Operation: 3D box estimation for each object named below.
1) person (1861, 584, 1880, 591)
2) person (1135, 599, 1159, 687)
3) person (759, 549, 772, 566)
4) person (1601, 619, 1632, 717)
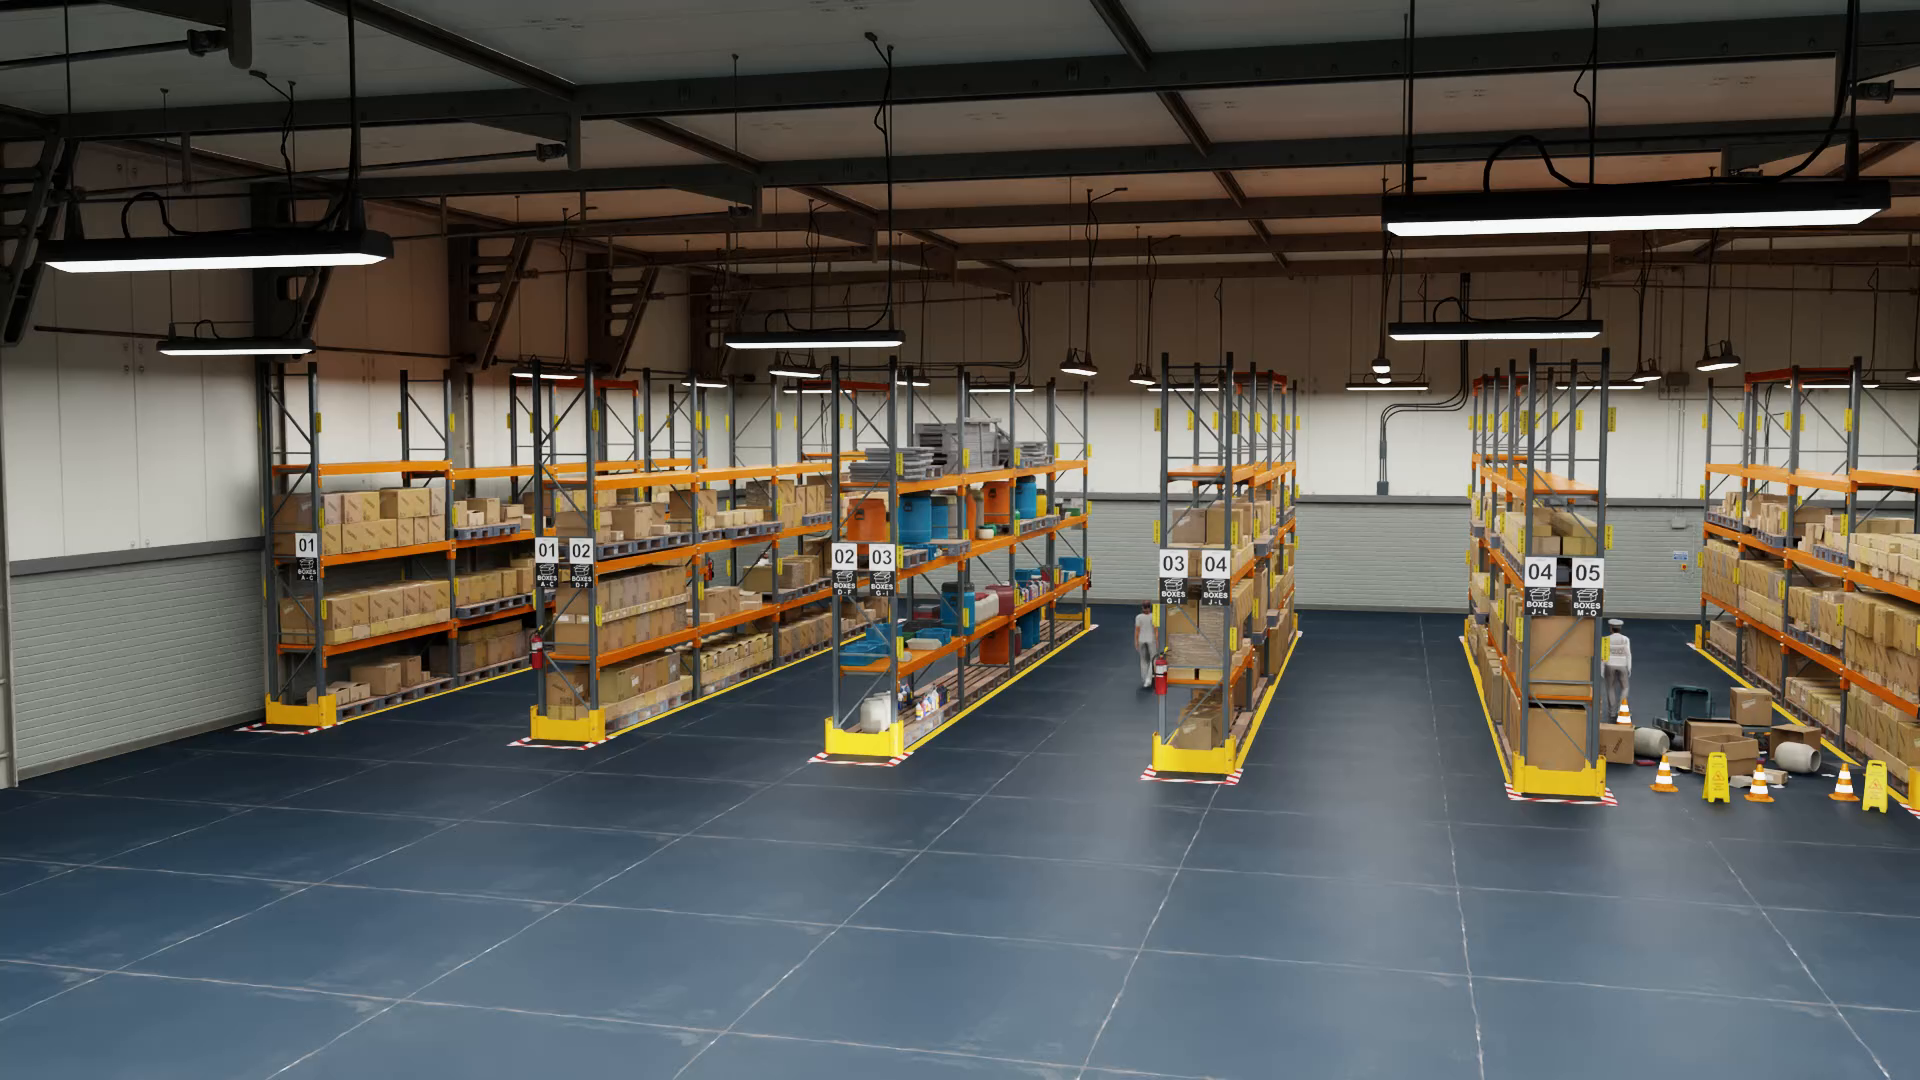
[{"bbox_3d":[21.782,1.332,39.864,0.462,1.744,0.575,0,4,-6],"label":"person"},{"bbox_3d":[3.553,1.959,31.503,0.494,1.669,0.534,1,4,14],"label":"person"},{"bbox_3d":[-5.134,1.072,43.740,0.426,1.684,0.472,1,4,11],"label":"person"},{"bbox_3d":[11.137,2.187,28.231,0.512,1.674,0.516,1,4,14],"label":"person"}]
